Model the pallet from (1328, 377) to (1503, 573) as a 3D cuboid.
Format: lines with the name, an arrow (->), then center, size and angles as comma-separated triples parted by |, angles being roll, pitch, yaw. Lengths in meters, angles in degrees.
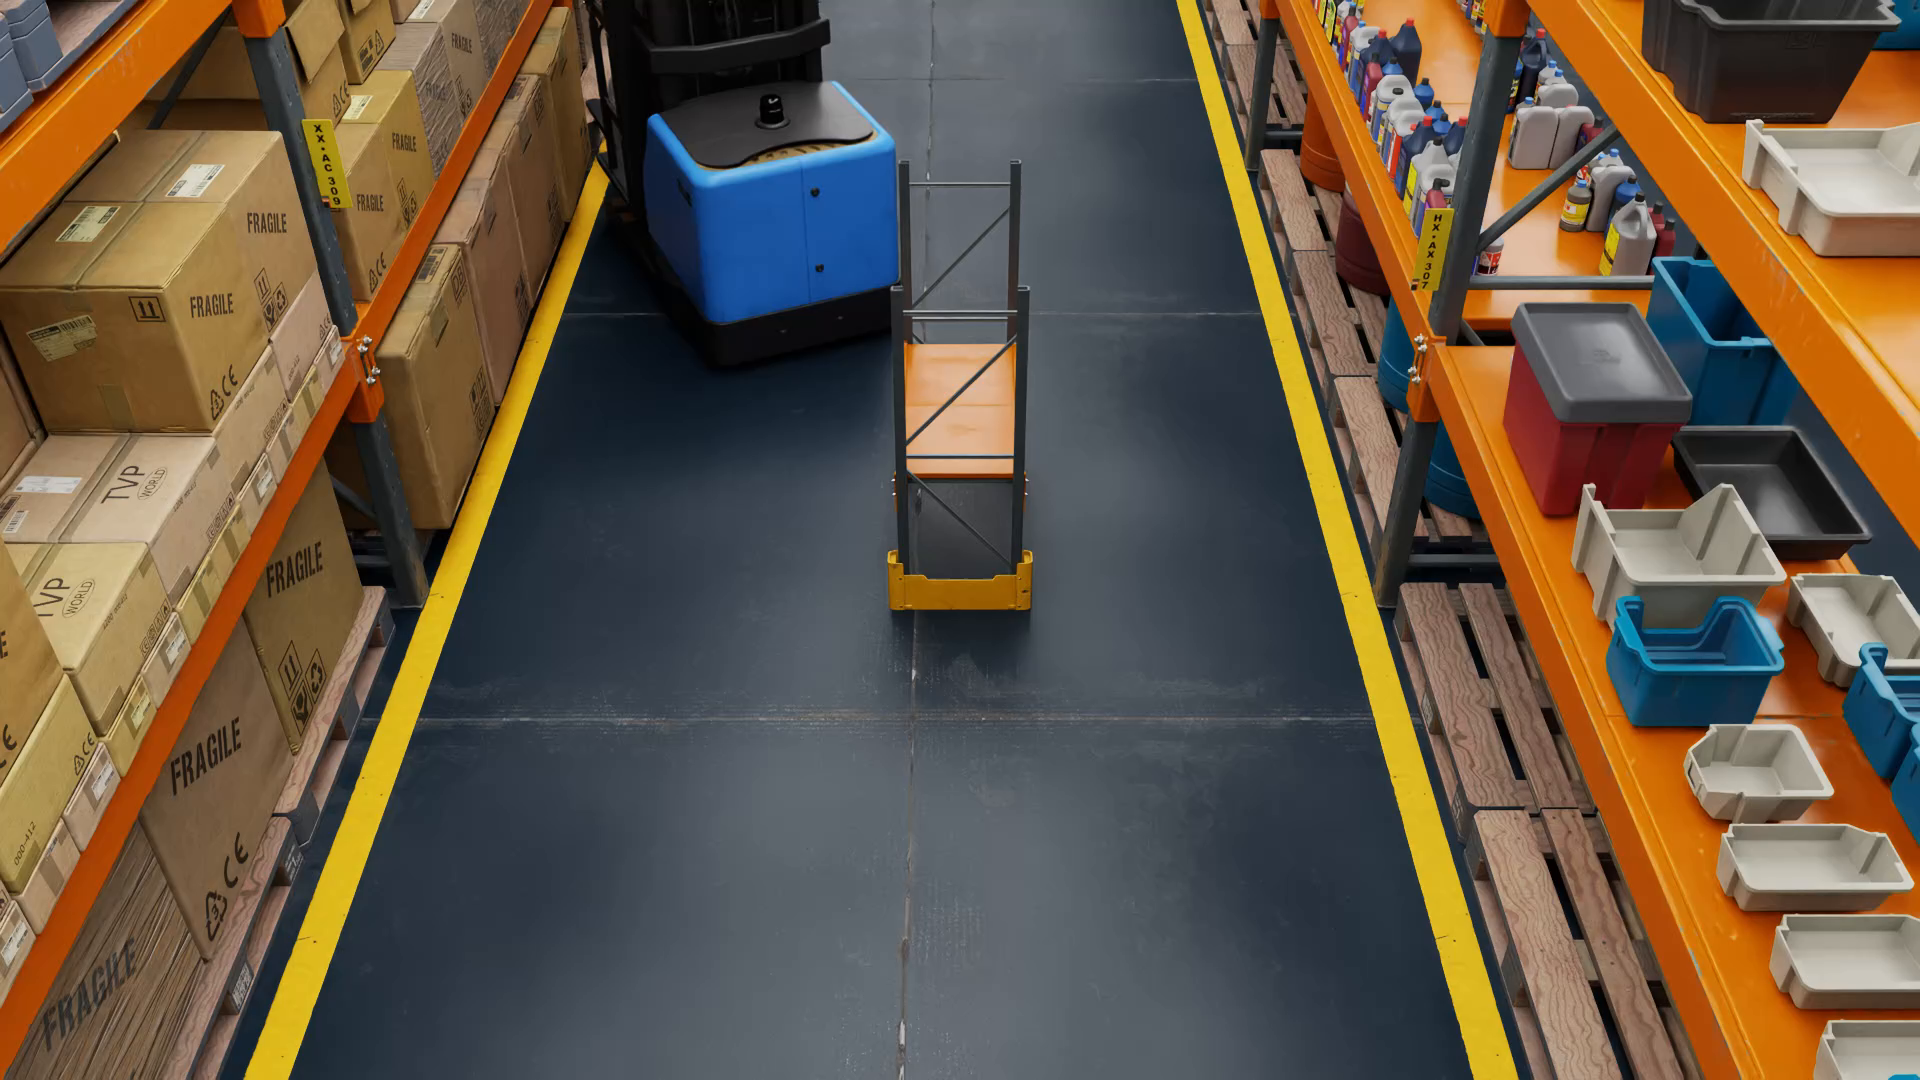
pallet -> 2.270, -0.316, 7.476 | 1.003, 0.211, 1.213 | 0, 39, 0

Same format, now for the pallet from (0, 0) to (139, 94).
pallet -> -2.733, -1.542, 4.448 | 1.003, 0.211, 1.213 | 0, 39, 0

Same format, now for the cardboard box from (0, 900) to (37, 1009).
cardboard box -> -2.393, 0.975, 3.835 | 0.380, 0.149, 0.250 | -1, 39, -1

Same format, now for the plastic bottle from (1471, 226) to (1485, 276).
plastic bottle -> 1.905, -1.119, 6.347 | 0.152, 0.276, 0.135 | 0, 39, 0

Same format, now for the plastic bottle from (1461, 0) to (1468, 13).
plastic bottle -> 2.634, -2.815, 8.524 | 0.097, 0.201, 0.097 | 0, 39, 0

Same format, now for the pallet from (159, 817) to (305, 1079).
pallet -> -2.797, 1.411, 5.321 | 1.003, 0.211, 1.213 | 0, 39, 0

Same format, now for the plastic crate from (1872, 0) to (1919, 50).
plastic crate -> 2.549, -1.458, 4.406 | 0.416, 0.233, 0.300 | 0, 39, 0

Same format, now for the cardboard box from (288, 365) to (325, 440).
cardboard box -> -2.395, -0.468, 5.637 | 0.380, 0.149, 0.250 | 1, 39, 1

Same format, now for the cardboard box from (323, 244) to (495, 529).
cardboard box -> -2.745, -0.653, 7.029 | 1.225, 0.875, 0.875 | 0, 39, 0

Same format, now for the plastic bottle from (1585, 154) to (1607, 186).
plastic bottle -> 2.636, -1.496, 6.877 | 0.097, 0.201, 0.097 | 0, 39, 0

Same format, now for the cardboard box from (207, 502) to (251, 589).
cardboard box -> -2.394, 0.014, 5.035 | 0.380, 0.149, 0.250 | 1, 39, 1

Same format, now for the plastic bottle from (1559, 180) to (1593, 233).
plastic bottle -> 2.484, -1.351, 6.696 | 0.097, 0.201, 0.097 | 0, 39, 0

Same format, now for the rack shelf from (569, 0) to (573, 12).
rack shelf -> -2.731, -4.389, 10.904 | 1.077, 0.370, 4.000 | 0, 39, 0

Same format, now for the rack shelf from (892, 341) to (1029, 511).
rack shelf -> 0.000, -0.498, 6.960 | 0.538, 0.185, 1.000 | 0, 39, 0

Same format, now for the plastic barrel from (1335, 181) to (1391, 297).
plastic barrel -> 2.243, -1.634, 8.483 | 0.600, 0.588, 0.708 | 0, 39, 0

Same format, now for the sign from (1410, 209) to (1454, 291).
sign -> 1.679, -1.030, 5.916 | 0.100, 0.325, 0.005 | 0, 39, 0

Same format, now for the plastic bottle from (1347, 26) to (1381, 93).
plastic bottle -> 1.903, -2.237, 7.741 | 0.152, 0.276, 0.135 | 0, 39, 0

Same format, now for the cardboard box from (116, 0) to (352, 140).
cardboard box -> -2.733, -1.748, 6.150 | 0.797, 0.503, 0.637 | -1, 39, -1

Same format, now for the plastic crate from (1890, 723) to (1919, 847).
plastic crate -> 2.561, 0.644, 4.134 | 0.416, 0.233, 0.300 | 0, 39, 0

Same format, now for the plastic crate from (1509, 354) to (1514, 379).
plastic crate -> 2.087, -0.551, 5.702 | 0.396, 0.136, 0.243 | 0, 39, 0

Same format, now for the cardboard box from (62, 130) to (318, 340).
cardboard box -> -2.456, -0.981, 5.358 | 0.500, 0.500, 0.500 | 1, 39, 1

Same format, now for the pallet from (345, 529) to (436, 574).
pallet -> -2.800, -0.312, 7.471 | 1.003, 0.211, 1.213 | 0, 39, 0

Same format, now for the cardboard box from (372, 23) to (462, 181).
cardboard box -> -2.476, -1.872, 7.108 | 0.500, 0.500, 0.500 | -1, 39, -1

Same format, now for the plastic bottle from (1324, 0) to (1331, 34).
plastic bottle -> 1.875, -2.629, 8.291 | 0.097, 0.201, 0.097 | 0, 39, 0

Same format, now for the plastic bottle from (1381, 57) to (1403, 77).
plastic bottle -> 1.937, -2.047, 7.508 | 0.097, 0.271, 0.097 | 0, 39, 0

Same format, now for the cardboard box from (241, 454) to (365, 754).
cardboard box -> -2.803, 0.160, 6.015 | 0.875, 0.875, 0.875 | 0, 39, 0

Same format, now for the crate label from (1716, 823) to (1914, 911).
crate label -> 2.041, 0.794, 4.023 | 0.396, 0.136, 0.243 | 0, 39, 0

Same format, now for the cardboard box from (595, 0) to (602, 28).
cardboard box -> -2.770, -3.736, 11.160 | 0.700, 0.500, 0.500 | 3, 39, 4

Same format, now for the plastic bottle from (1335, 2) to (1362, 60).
plastic bottle -> 1.876, -2.452, 8.013 | 0.097, 0.271, 0.097 | 0, 39, 0

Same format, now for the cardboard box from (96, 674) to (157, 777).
cardboard box -> -2.393, 0.497, 4.432 | 0.380, 0.149, 0.250 | -1, 39, -1

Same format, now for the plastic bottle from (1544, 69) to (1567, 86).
plastic bottle -> 2.635, -1.958, 7.397 | 0.097, 0.271, 0.097 | 0, 39, 0

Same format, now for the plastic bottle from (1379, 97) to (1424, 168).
plastic bottle -> 1.904, -1.747, 7.131 | 0.152, 0.276, 0.135 | 0, 39, 0

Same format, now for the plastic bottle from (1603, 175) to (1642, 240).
plastic bottle -> 2.637, -1.317, 6.598 | 0.097, 0.271, 0.097 | 0, 39, 0

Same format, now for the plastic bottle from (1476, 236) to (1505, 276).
plastic bottle -> 2.030, -1.102, 6.385 | 0.097, 0.201, 0.097 | 0, 39, 0

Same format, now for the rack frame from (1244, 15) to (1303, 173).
rack frame -> 2.224, -3.423, 9.123 | 1.000, 3.000, 0.127 | 0, 39, 0

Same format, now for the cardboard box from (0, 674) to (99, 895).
cardboard box -> -2.454, 0.586, 4.002 | 0.500, 0.250, 0.500 | -1, 39, -2

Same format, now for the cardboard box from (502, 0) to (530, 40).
cardboard box -> -2.485, -2.838, 8.313 | 0.500, 0.500, 0.500 | 0, 39, 0

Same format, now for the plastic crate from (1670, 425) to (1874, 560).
plastic crate -> 2.499, -0.138, 5.195 | 0.437, 0.125, 0.590 | 0, 39, 0

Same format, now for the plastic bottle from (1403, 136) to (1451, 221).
plastic bottle -> 1.901, -1.477, 6.734 | 0.144, 0.351, 0.185 | 0, 39, 0

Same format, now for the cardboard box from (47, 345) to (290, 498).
cardboard box -> -2.458, -0.376, 5.203 | 0.500, 0.250, 0.500 | 1, 39, 1

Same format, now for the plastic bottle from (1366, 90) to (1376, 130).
plastic bottle -> 1.876, -1.936, 7.426 | 0.097, 0.201, 0.097 | 0, 39, 0

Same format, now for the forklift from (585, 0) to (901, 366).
forklift -> -1.369, -2.922, 8.552 | 1.130, 2.935, 3.031 | -16, 41, -19

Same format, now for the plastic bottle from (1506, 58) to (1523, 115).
plastic bottle -> 2.491, -2.079, 7.549 | 0.097, 0.271, 0.097 | 0, 39, 0

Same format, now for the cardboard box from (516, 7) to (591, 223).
cardboard box -> -2.748, -2.323, 9.113 | 1.225, 0.875, 0.875 | -2, 39, -2

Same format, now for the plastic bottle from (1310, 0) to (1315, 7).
plastic bottle -> 1.856, -2.901, 8.565 | 0.061, 0.283, 0.133 | 0, 39, 0

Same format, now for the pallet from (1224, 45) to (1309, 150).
pallet -> 2.262, -2.819, 10.599 | 1.003, 0.211, 1.213 | 0, 39, 0

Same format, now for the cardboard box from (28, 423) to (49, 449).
cardboard box -> -2.990, -0.371, 5.196 | 0.500, 0.250, 0.500 | 0, 39, 0

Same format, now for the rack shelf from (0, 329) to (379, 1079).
rack shelf -> -2.722, 0.613, 4.661 | 1.077, 0.370, 4.000 | 0, 39, 0

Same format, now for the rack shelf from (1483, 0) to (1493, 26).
rack shelf -> 2.227, -3.062, 6.849 | 1.077, 0.370, 4.000 | 0, 39, 0

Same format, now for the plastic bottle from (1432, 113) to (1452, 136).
plastic bottle -> 2.029, -1.673, 7.042 | 0.097, 0.271, 0.097 | 0, 39, 0

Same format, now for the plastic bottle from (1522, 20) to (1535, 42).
plastic bottle -> 2.611, -2.337, 7.807 | 0.144, 0.351, 0.185 | 0, 39, 0

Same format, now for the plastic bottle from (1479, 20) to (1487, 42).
plastic bottle -> 2.634, -2.572, 8.220 | 0.097, 0.201, 0.097 | 0, 39, 0

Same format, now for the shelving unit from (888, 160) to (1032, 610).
shelving unit -> 0.000, -0.633, 6.840 | 0.587, 1.500, 1.083 | 0, 39, 0

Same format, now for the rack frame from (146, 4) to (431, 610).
rack frame -> -2.724, -0.918, 5.997 | 1.000, 3.000, 0.127 | 0, 39, 0

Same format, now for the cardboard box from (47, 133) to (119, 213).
cardboard box -> -2.979, -0.969, 5.342 | 0.500, 0.500, 0.500 | 0, 39, 0
